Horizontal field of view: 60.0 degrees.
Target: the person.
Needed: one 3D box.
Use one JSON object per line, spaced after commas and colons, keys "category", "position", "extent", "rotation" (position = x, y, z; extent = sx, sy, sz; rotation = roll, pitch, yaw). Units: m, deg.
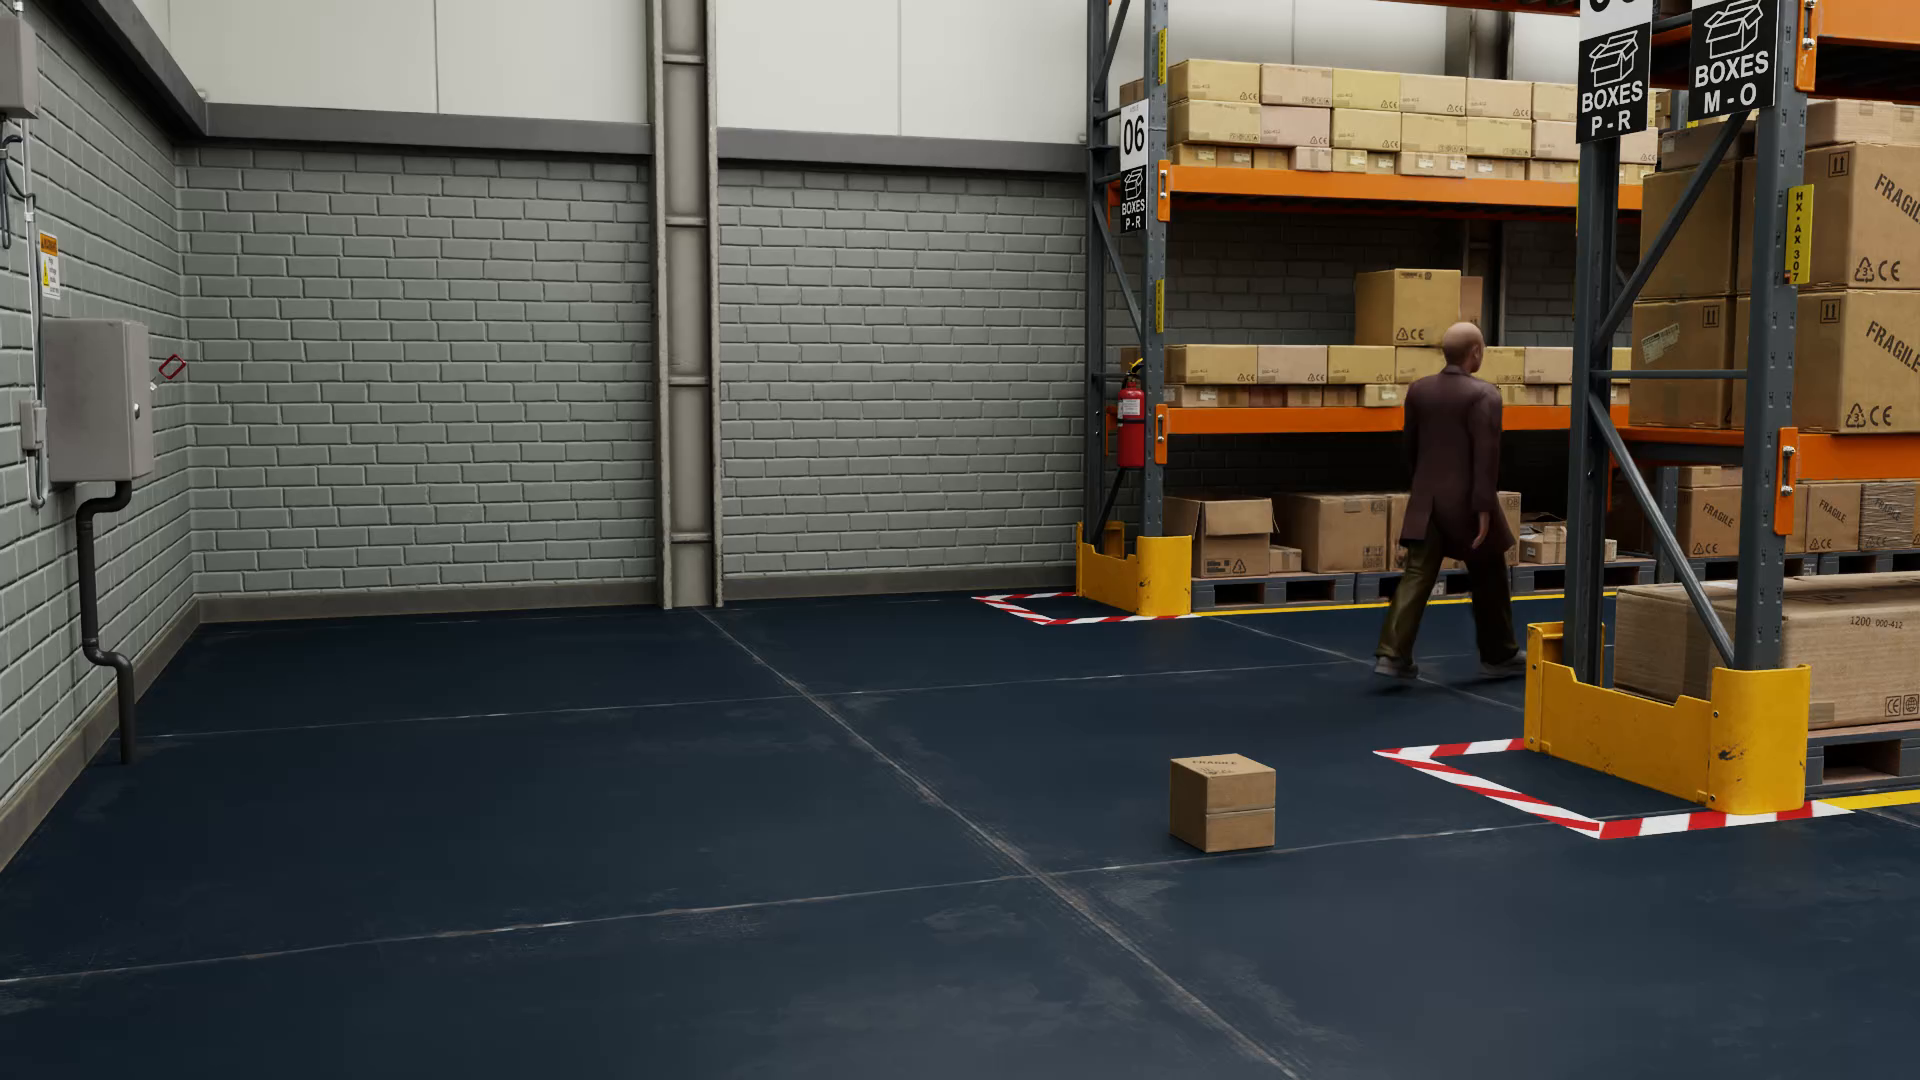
{"category": "person", "position": [2.419, -0.183, 8.079], "extent": [1.083, 1.733, 0.643], "rotation": [-5, 7, -40]}
